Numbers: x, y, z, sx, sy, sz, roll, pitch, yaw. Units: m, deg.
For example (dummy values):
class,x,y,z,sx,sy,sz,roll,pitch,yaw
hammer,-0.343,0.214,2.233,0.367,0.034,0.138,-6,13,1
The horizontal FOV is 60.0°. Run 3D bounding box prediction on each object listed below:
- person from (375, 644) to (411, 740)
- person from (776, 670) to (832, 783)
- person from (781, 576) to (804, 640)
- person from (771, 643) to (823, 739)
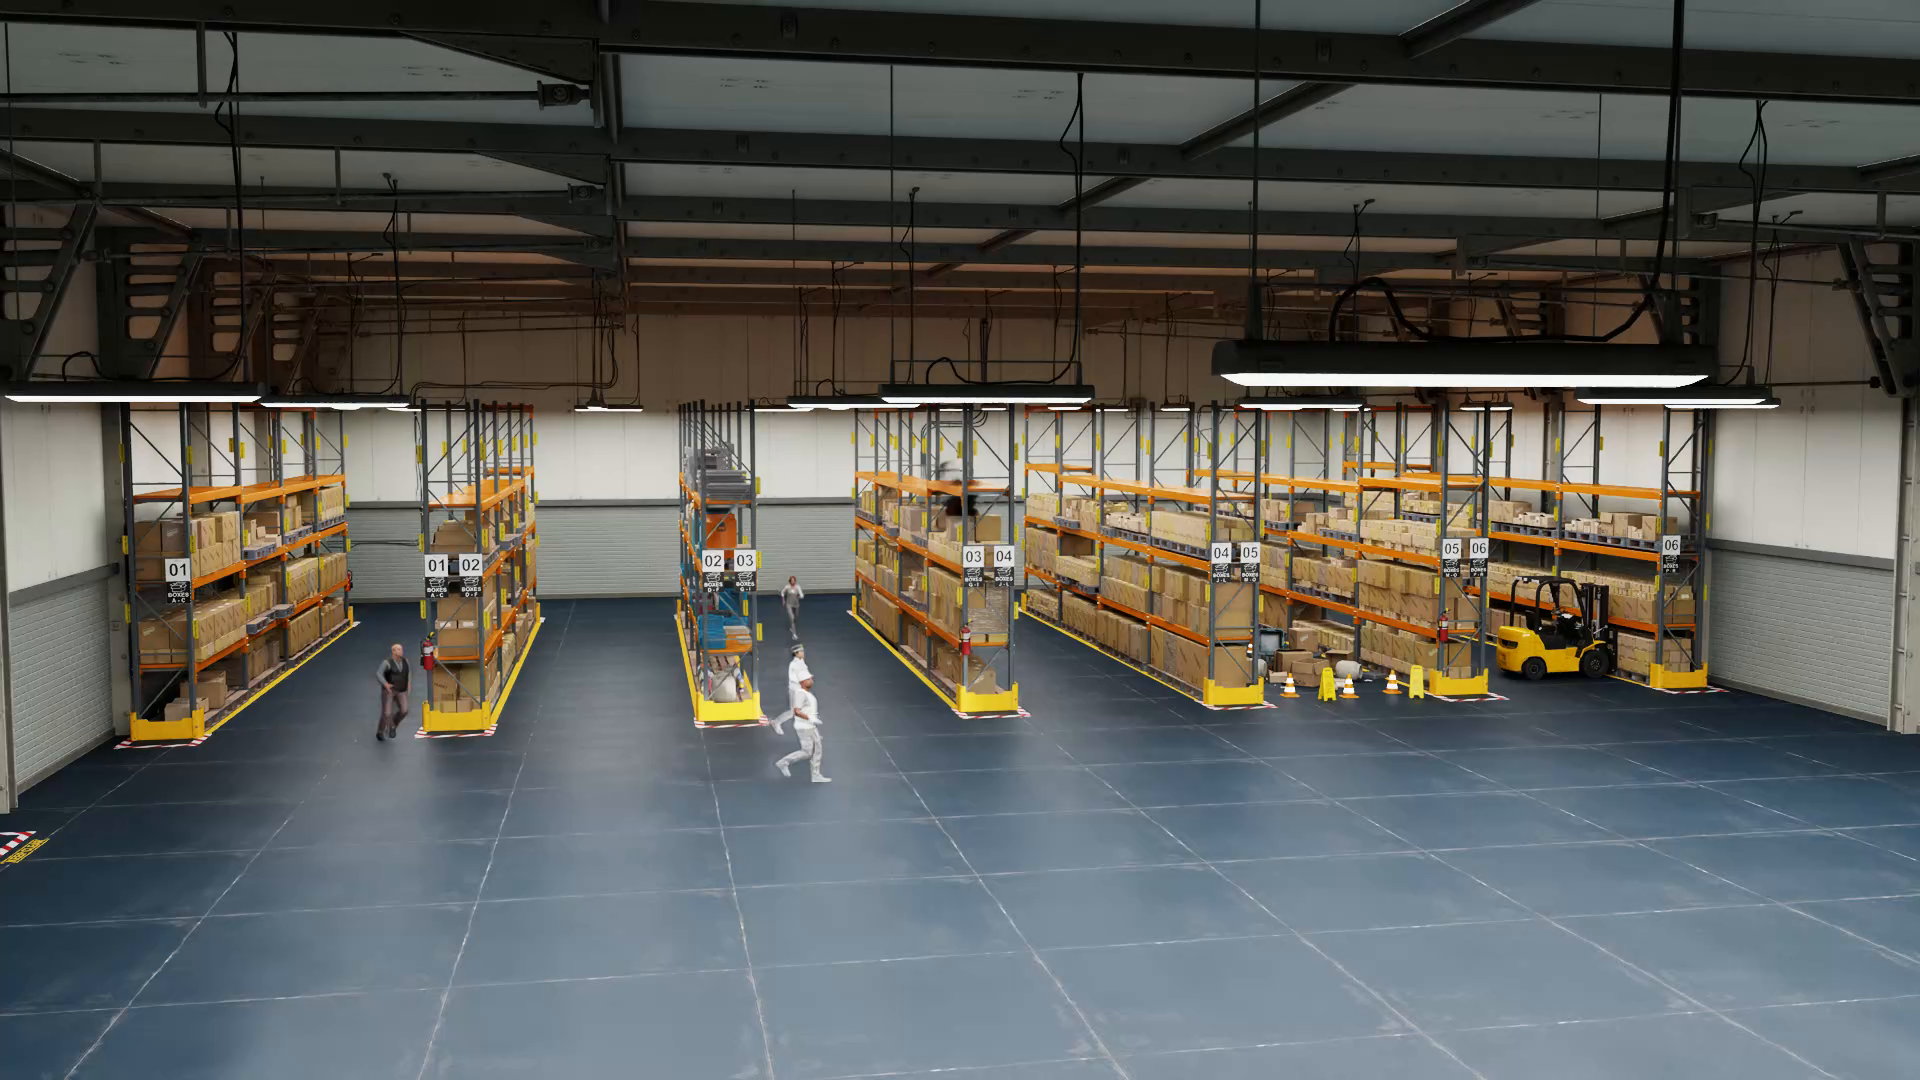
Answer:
class,x,y,z,sx,sy,sz,roll,pitch,yaw
person,-9.934,2.671,29.324,0.714,1.663,0.598,-4,6,-42
person,-2.415,2.891,25.736,0.854,1.758,0.693,0,4,4
person,-4.270,1.703,42.413,0.534,1.587,0.884,-1,5,-17
person,-2.868,2.655,29.261,0.941,1.686,0.632,1,4,16
